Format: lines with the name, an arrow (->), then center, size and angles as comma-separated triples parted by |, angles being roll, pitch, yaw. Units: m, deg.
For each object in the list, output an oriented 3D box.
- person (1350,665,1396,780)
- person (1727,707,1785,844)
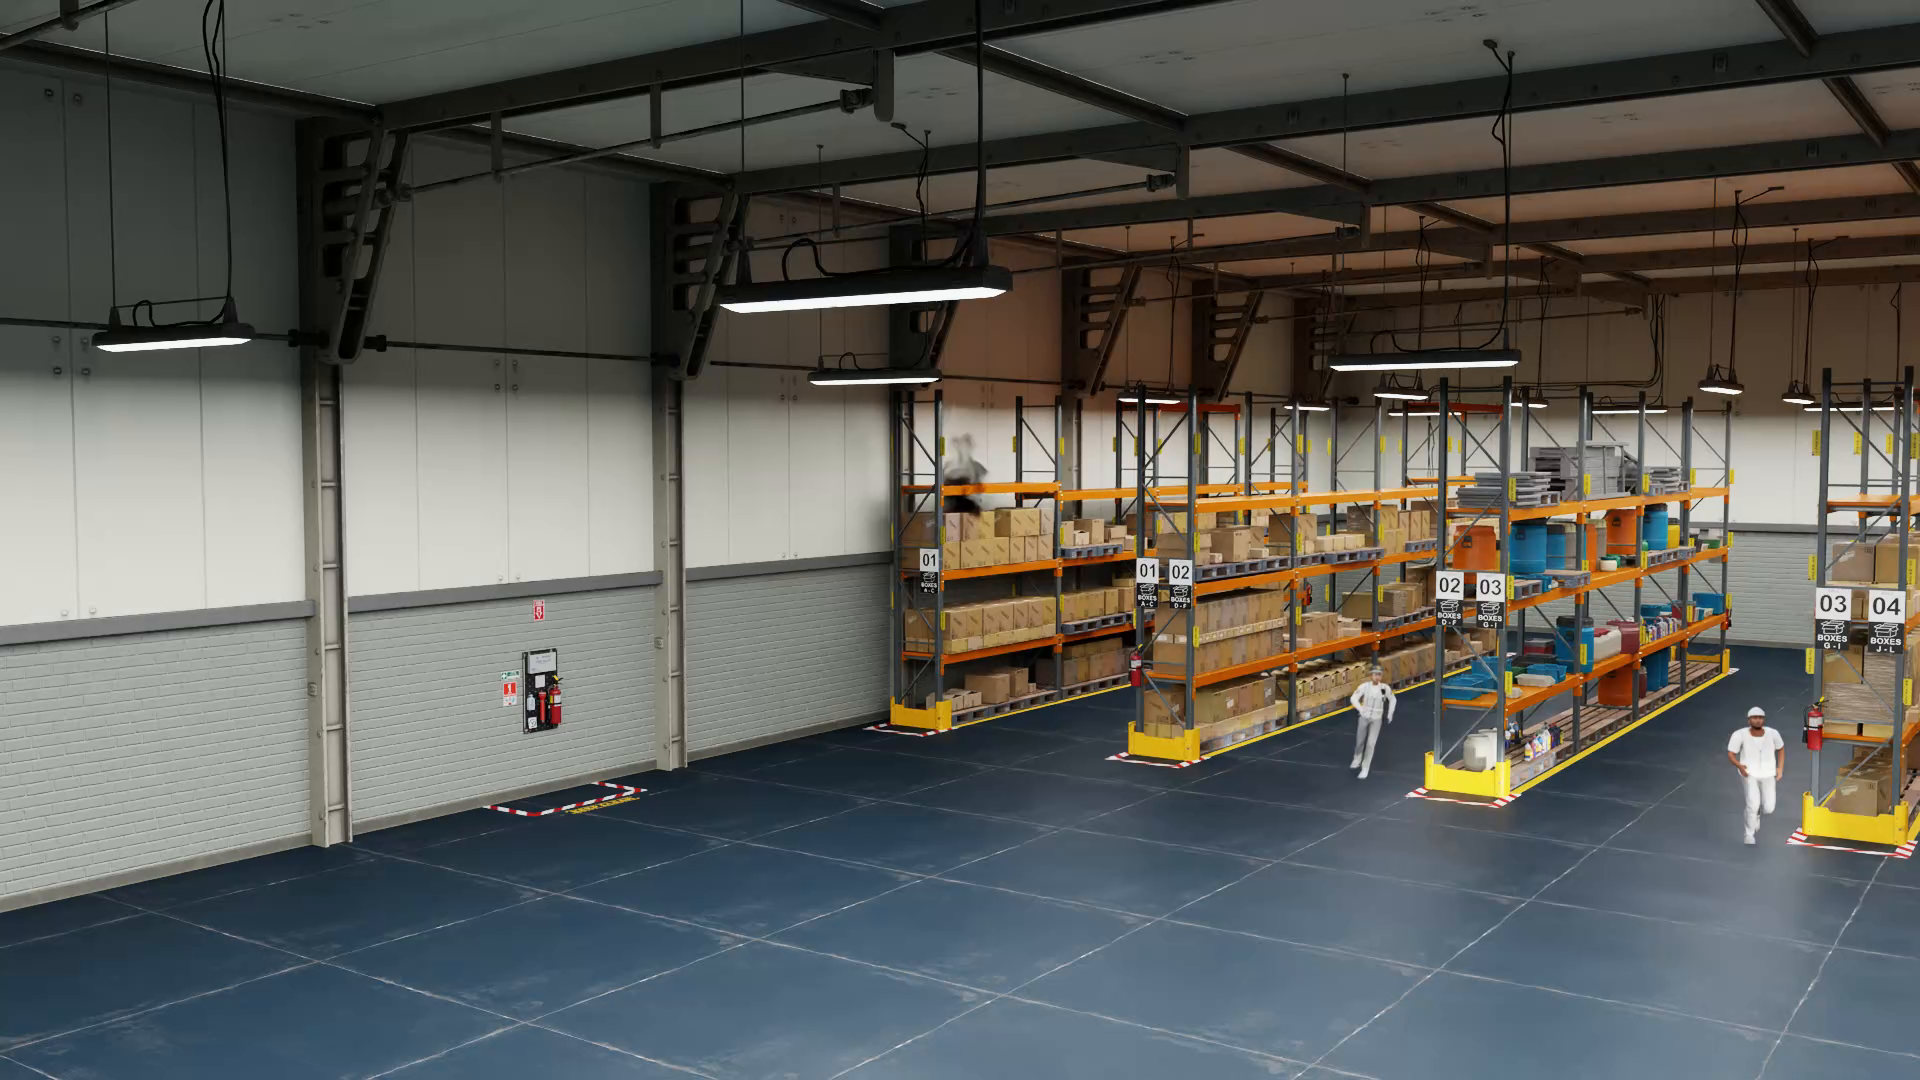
person -> 6.247, 2.746, 25.278 | 0.644, 1.706, 0.824 | 1, 3, 18
person -> 10.041, 2.962, 20.946 | 0.695, 1.728, 0.618 | 1, 3, 12
